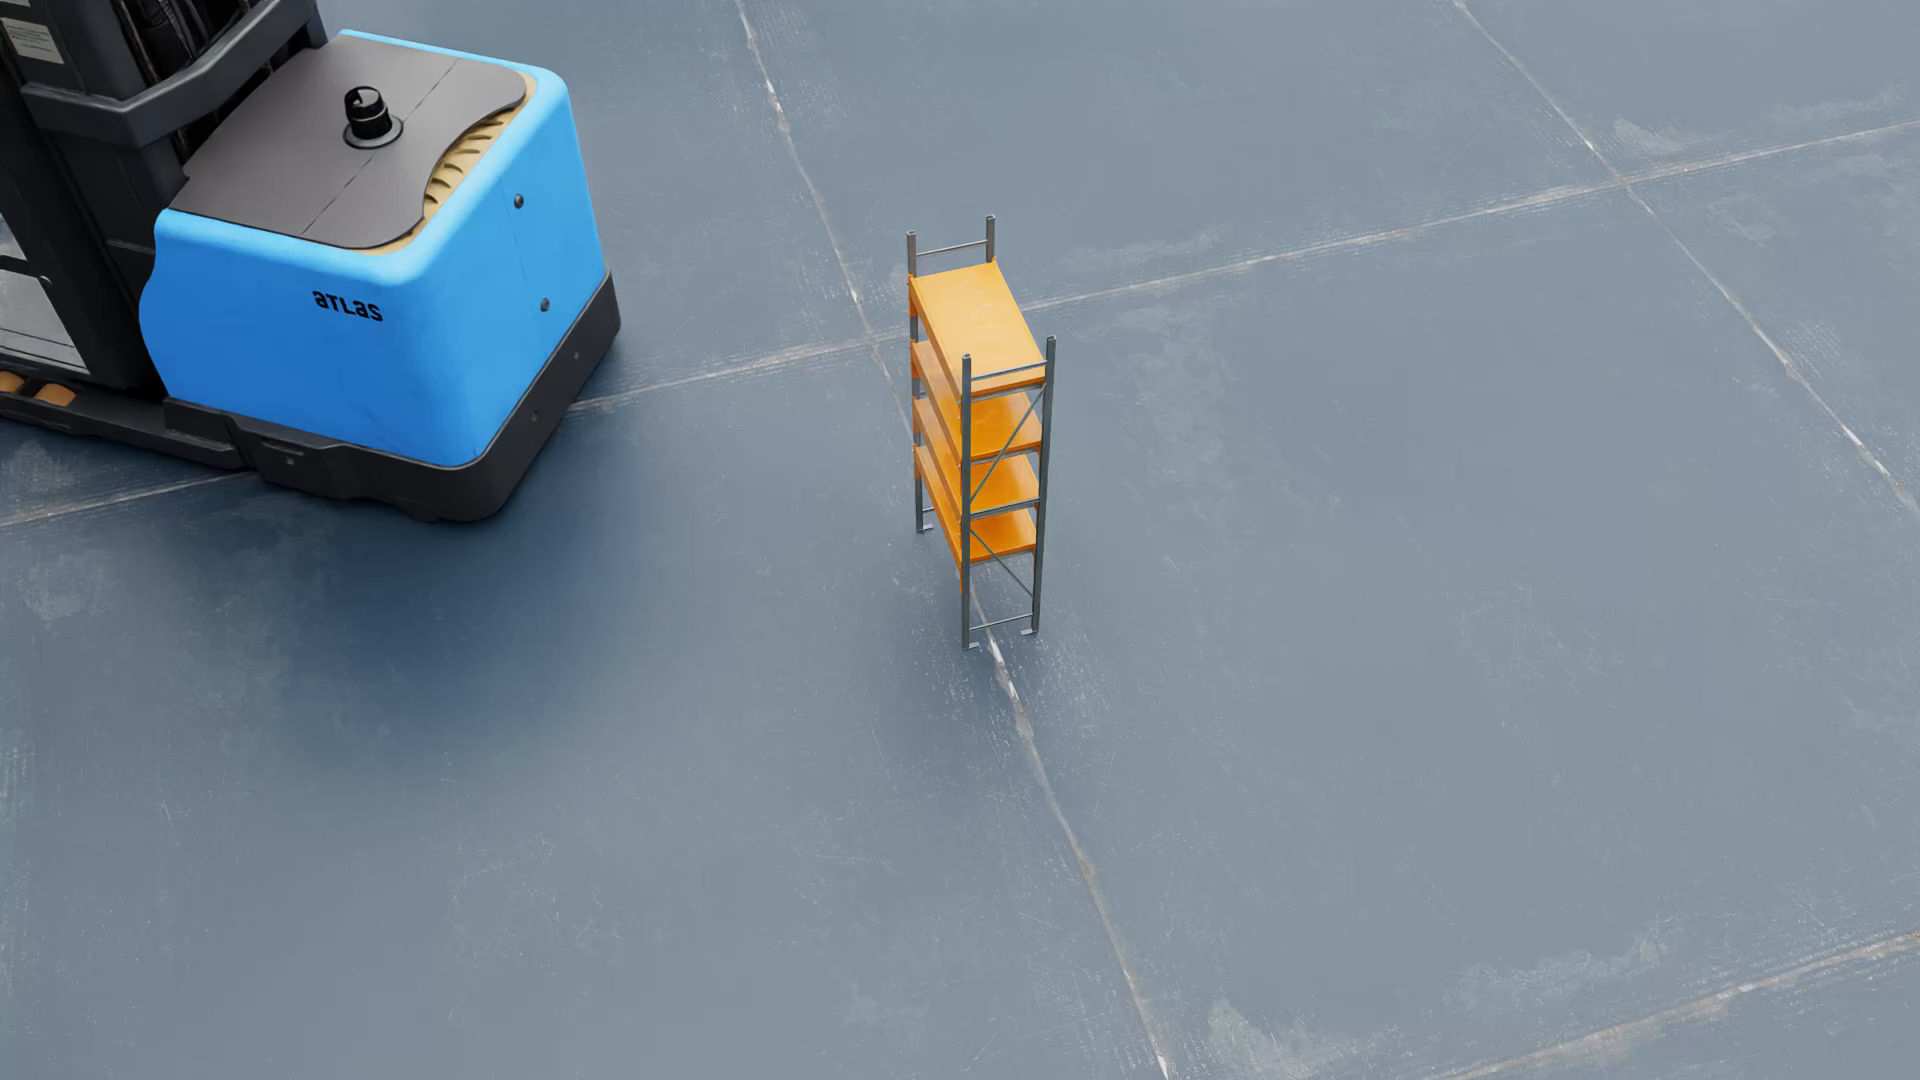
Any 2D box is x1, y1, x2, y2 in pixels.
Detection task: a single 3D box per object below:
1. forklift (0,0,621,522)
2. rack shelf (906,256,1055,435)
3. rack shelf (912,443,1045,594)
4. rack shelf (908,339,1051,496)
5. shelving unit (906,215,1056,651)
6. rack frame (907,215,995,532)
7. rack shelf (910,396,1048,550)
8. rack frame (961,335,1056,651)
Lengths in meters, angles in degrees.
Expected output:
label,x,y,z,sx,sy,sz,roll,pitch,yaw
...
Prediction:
label,x,y,z,sx,sy,sz,roll,pitch,yaw
forklift,-2.754,-1.672,4.743,3.031,2.935,1.130,14,51,11
rack shelf,0.049,-0.519,4.389,0.258,0.148,0.480,-13,51,-11
rack shelf,0.049,-0.094,4.893,0.258,0.148,0.480,-13,51,-11
rack shelf,0.049,-0.367,4.570,0.258,0.148,0.480,-13,51,-11
shelving unit,0.049,-0.266,4.689,0.258,1.200,0.503,-13,51,-11
rack frame,-0.023,-0.444,4.840,0.240,1.200,0.015,-13,51,-11
rack shelf,0.049,-0.222,4.741,0.258,0.148,0.480,-13,51,-11
rack frame,0.121,-0.088,4.539,0.240,1.200,0.015,-13,51,-11
